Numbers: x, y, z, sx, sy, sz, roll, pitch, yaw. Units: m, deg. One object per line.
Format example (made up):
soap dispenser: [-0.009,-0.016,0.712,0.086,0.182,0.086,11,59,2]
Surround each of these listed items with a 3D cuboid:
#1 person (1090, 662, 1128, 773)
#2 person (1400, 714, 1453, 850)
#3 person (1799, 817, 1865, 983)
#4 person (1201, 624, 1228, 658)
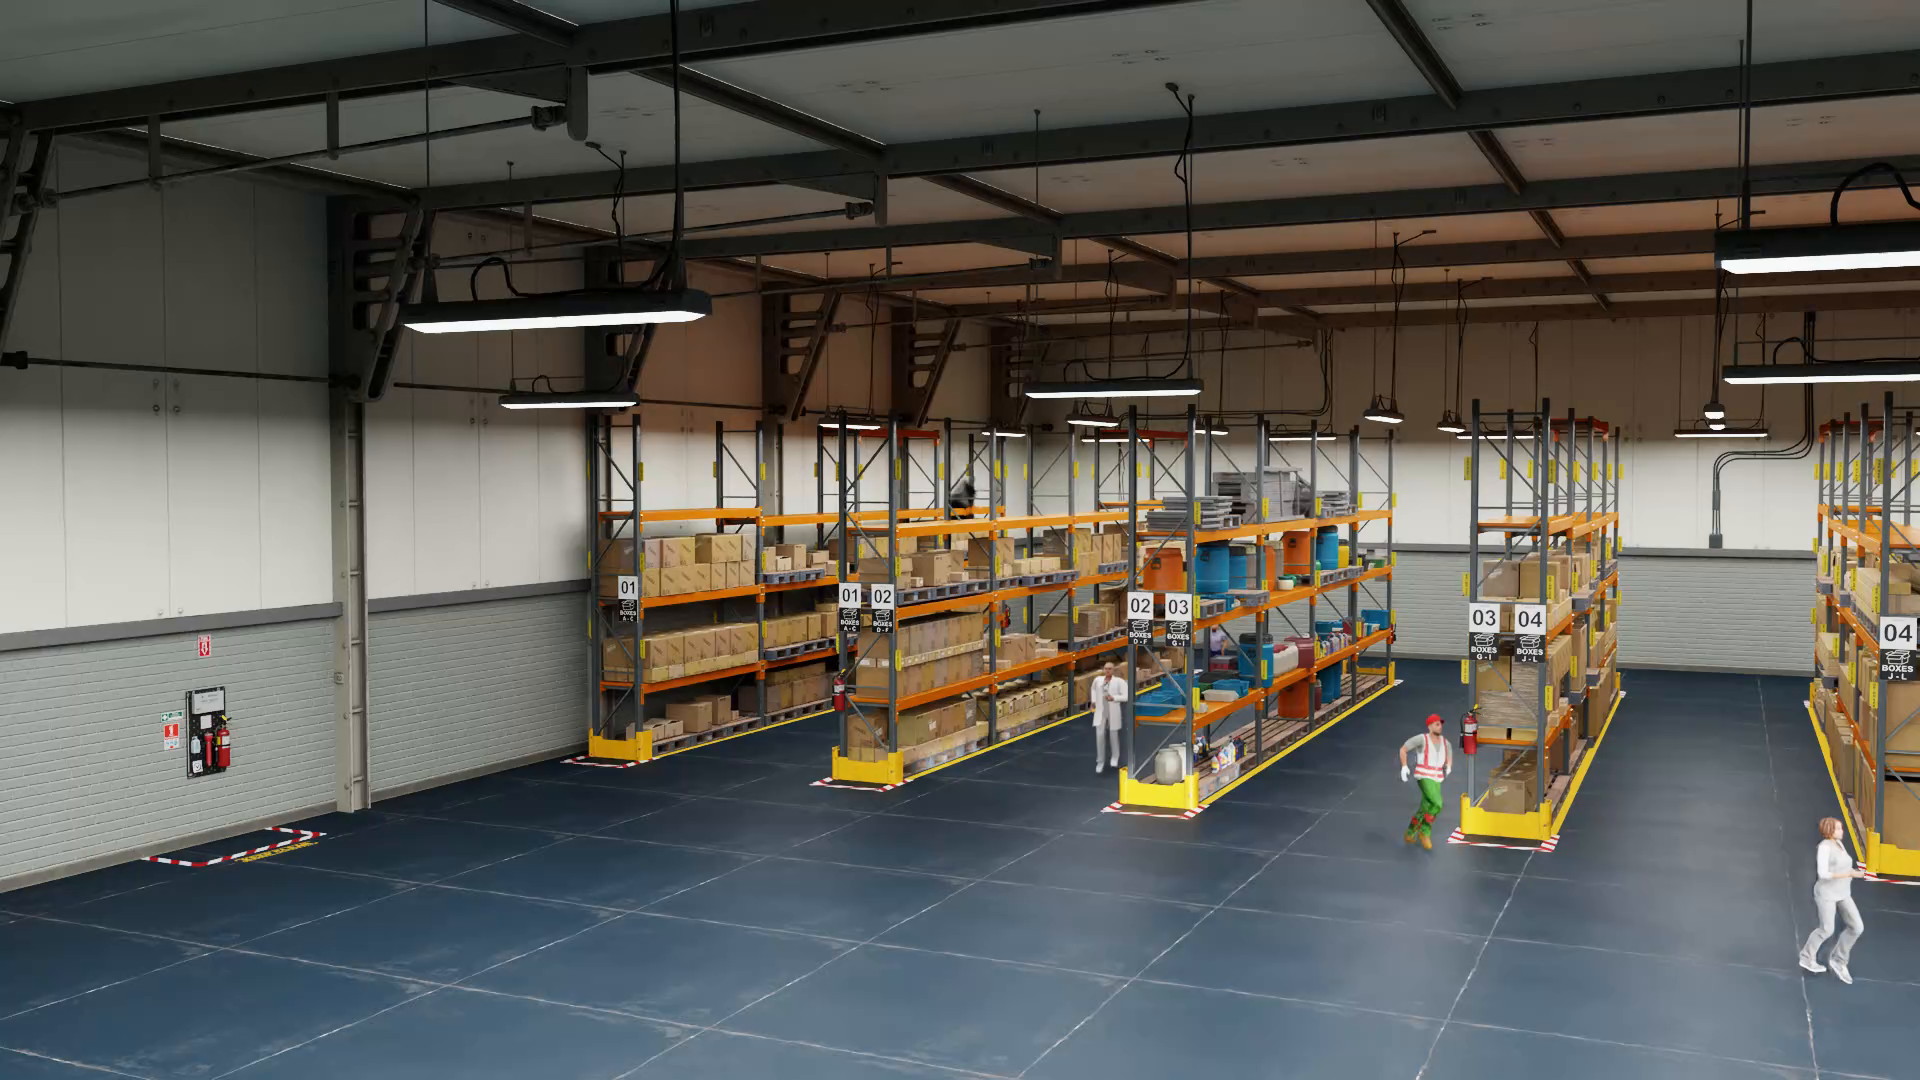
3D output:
person: [2.488,2.936,27.827,0.700,1.793,0.952,1,2,16]
person: [6.276,3.195,22.133,0.689,1.727,0.676,-1,3,-24]
person: [8.586,3.530,16.328,0.513,1.625,0.650,-1,3,-32]
person: [5.765,2.637,37.820,0.586,1.614,0.581,1,2,16]
